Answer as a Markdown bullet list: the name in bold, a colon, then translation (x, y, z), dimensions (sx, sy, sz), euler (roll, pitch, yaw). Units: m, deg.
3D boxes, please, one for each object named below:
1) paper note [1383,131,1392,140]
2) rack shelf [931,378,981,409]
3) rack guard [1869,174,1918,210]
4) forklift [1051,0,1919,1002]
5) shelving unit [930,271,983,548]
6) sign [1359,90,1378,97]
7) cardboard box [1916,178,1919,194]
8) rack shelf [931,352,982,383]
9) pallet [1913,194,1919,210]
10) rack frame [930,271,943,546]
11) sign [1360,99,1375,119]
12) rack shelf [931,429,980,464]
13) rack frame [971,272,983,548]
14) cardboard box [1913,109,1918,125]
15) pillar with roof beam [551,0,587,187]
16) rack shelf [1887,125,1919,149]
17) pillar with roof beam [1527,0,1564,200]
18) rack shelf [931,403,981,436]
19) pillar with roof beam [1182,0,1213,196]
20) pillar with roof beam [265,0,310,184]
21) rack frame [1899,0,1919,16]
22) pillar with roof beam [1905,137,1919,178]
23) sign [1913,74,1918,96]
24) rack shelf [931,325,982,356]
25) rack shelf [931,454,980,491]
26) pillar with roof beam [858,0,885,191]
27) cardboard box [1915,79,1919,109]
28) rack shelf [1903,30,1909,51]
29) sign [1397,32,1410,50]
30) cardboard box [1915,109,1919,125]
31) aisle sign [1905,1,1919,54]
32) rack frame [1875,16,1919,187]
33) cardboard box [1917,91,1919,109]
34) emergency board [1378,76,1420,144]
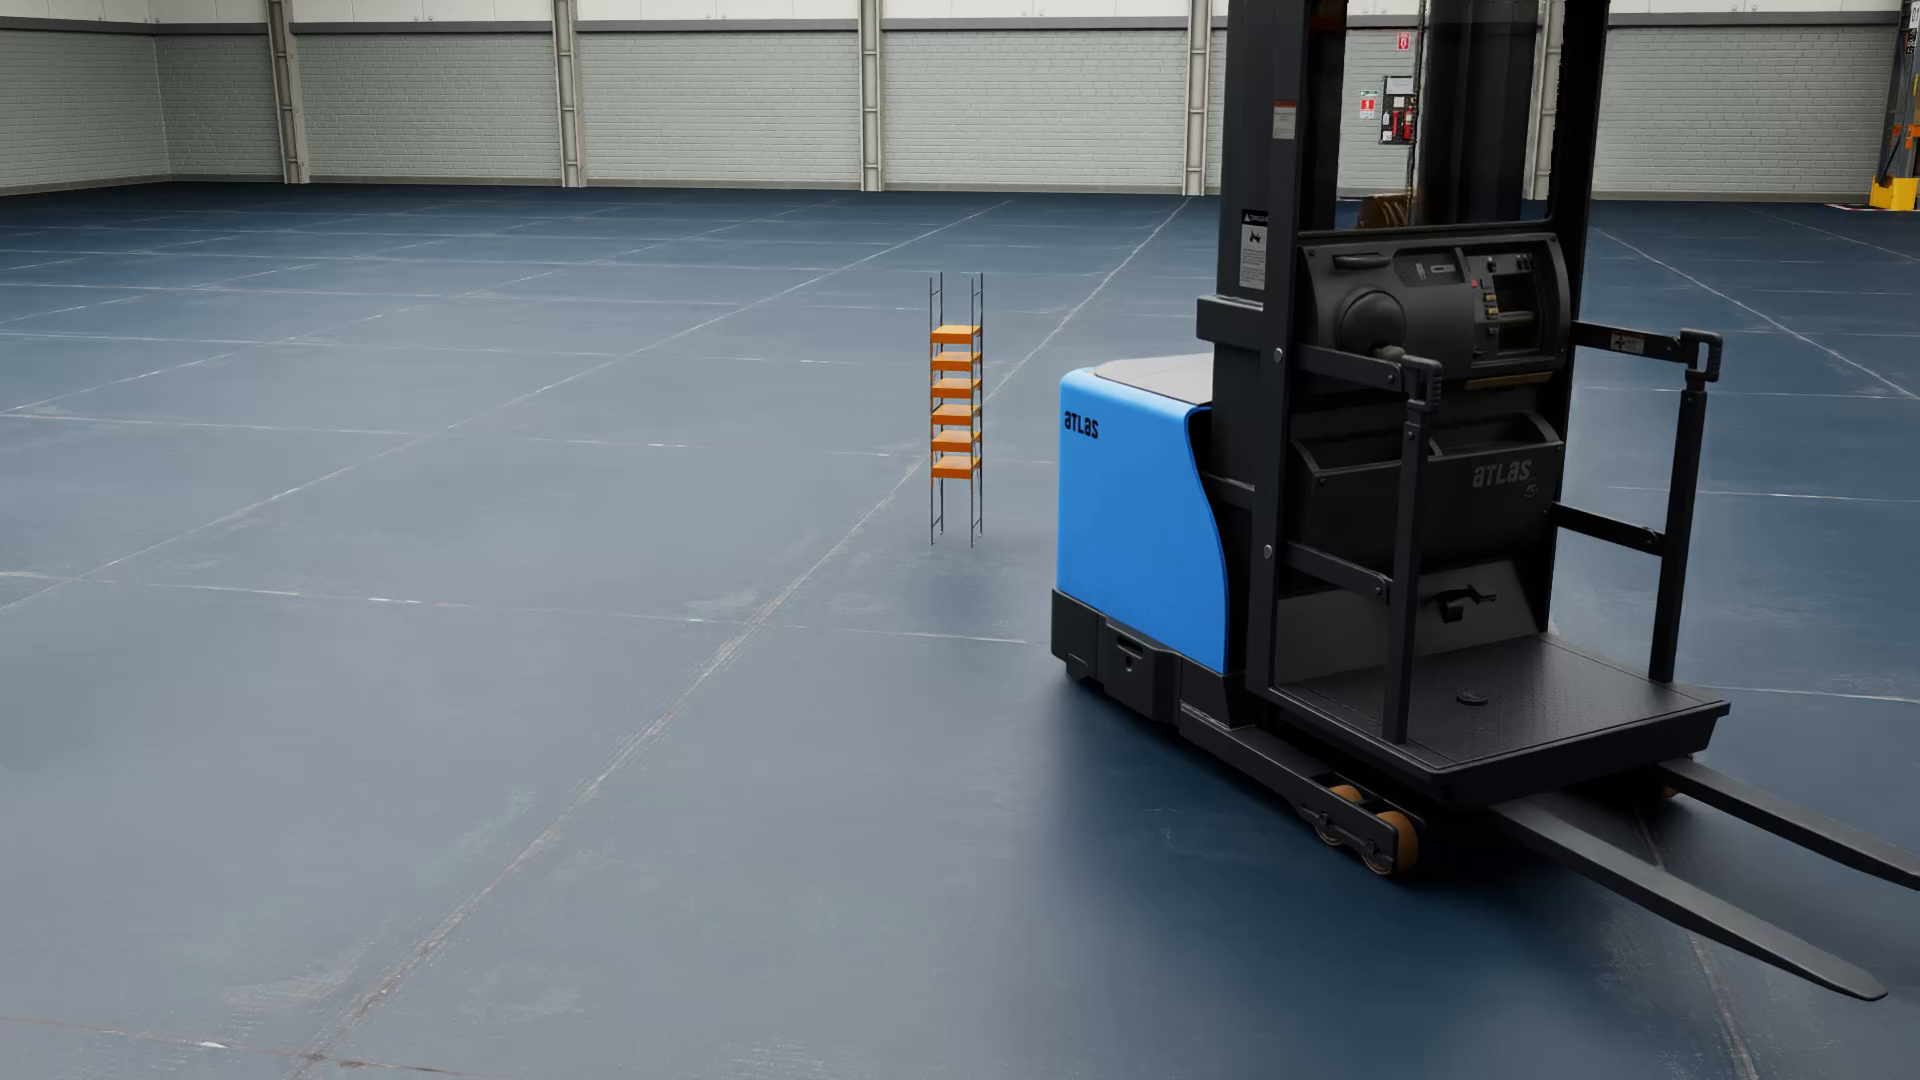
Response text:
- **paper note**: translation (7.545, -7.135, 29.353), dimensions (0.142, 0.148, 0.016), euler (3, 16, 11)
- **rack shelf**: translation (-0.014, -0.652, 7.385), dimensions (0.180, 0.103, 0.258), euler (3, 16, 11)
- **rack guard**: translation (15.215, -5.674, 27.110), dimensions (0.348, 0.500, 1.175), euler (3, 16, 11)
- **forklift**: translation (1.445, -0.666, 4.477), dimensions (1.130, 2.935, 3.031), euler (-8, 17, -26)
- **shelving unit**: translation (-0.014, -0.579, 7.406), dimensions (0.189, 1.200, 0.258), euler (3, 16, 11)
- **sign**: translation (7.187, -7.859, 29.256), dimensions (0.331, 0.109, 0.001), euler (3, 16, 11)
- **cardboard box**: translation (15.801, -5.739, 26.874), dimensions (0.500, 0.311, 0.500), euler (1, 16, 5)
- **rack shelf**: translation (-0.014, -0.767, 7.353), dimensions (0.180, 0.103, 0.258), euler (3, 16, 11)
- **pallet**: translation (16.004, -5.482, 26.960), dimensions (1.213, 0.211, 1.003), euler (3, 16, 11)
- **rack frame**: translation (-0.104, -0.584, 7.423), dimensions (0.006, 1.200, 0.240), euler (3, 16, 11)
- **sign**: translation (7.184, -7.606, 29.336), dimensions (0.234, 0.329, 0.001), euler (3, 16, 11)
- **rack shelf**: translation (-0.014, -0.421, 7.450), dimensions (0.180, 0.103, 0.258), euler (3, 16, 11)
- **rack frame**: translation (0.075, -0.574, 7.388), dimensions (0.006, 1.200, 0.240), euler (3, 16, 11)
- **cardboard box**: translation (15.637, -6.846, 26.902), dimensions (0.500, 0.250, 0.500), euler (3, 16, 12)
- **pillar with roof beam**: translation (-8.378, -10.114, 27.216), dimensions (0.400, 9.000, 9.100), euler (3, 16, 11)
- **rack shelf**: translation (17.100, -6.430, 26.503), dimensions (4.000, 0.370, 1.077), euler (3, 16, 11)
- **pillar with roof beam**: translation (9.261, -9.156, 23.760), dimensions (0.400, 9.000, 9.100), euler (3, 16, 11)
- **rack shelf**: translation (-0.014, -0.536, 7.418), dimensions (0.180, 0.103, 0.258), euler (3, 16, 11)
- **pillar with roof beam**: translation (3.382, -9.475, 24.912), dimensions (0.400, 9.000, 9.100), euler (3, 16, 11)
- **pillar with roof beam**: translation (-14.257, -10.433, 28.369), dimensions (0.400, 9.000, 9.100), euler (3, 16, 11)
- **rack frame**: translation (15.140, -9.774, 25.991), dimensions (0.127, 3.000, 1.000), euler (3, 16, 11)
- **pillar with roof beam**: translation (15.141, -8.837, 22.607), dimensions (0.400, 9.000, 9.100), euler (3, 16, 11)
- **sign**: translation (15.033, -7.158, 26.163), dimensions (0.005, 0.325, 0.100), euler (3, 16, 11)
- **rack shelf**: translation (-0.014, -0.883, 7.321), dimensions (0.180, 0.103, 0.258), euler (3, 16, 11)
- **rack shelf**: translation (-0.014, -0.305, 7.482), dimensions (0.180, 0.103, 0.258), euler (3, 16, 11)
- **pillar with roof beam**: translation (-2.498, -9.794, 26.064), dimensions (0.400, 9.000, 9.100), euler (3, 16, 11)
- **cardboard box**: translation (15.645, -7.212, 26.819), dimensions (0.500, 0.500, 0.500), euler (3, 16, 10)
- **rack shelf**: translation (17.100, -7.875, 26.103), dimensions (4.000, 0.370, 1.077), euler (3, 16, 11)
- **sign**: translation (7.717, -8.676, 28.923), dimensions (0.199, 0.298, 0.001), euler (3, 16, 11)
- **cardboard box**: translation (15.555, -6.711, 26.415), dimensions (0.500, 0.250, 0.500), euler (3, 16, 9)
- **aisle sign**: translation (15.010, -8.061, 26.175), dimensions (0.004, 0.787, 0.394), euler (3, 16, 11)
- **rack frame**: translation (15.140, -6.883, 26.791), dimensions (0.127, 3.000, 1.000), euler (3, 16, 11)
- **cardboard box**: translation (15.548, -7.078, 26.333), dimensions (0.500, 0.500, 0.500), euler (3, 16, 11)
- **emergency board**: translation (7.705, -7.532, 29.137), dimensions (0.643, 1.169, 0.194), euler (3, 16, 11)
